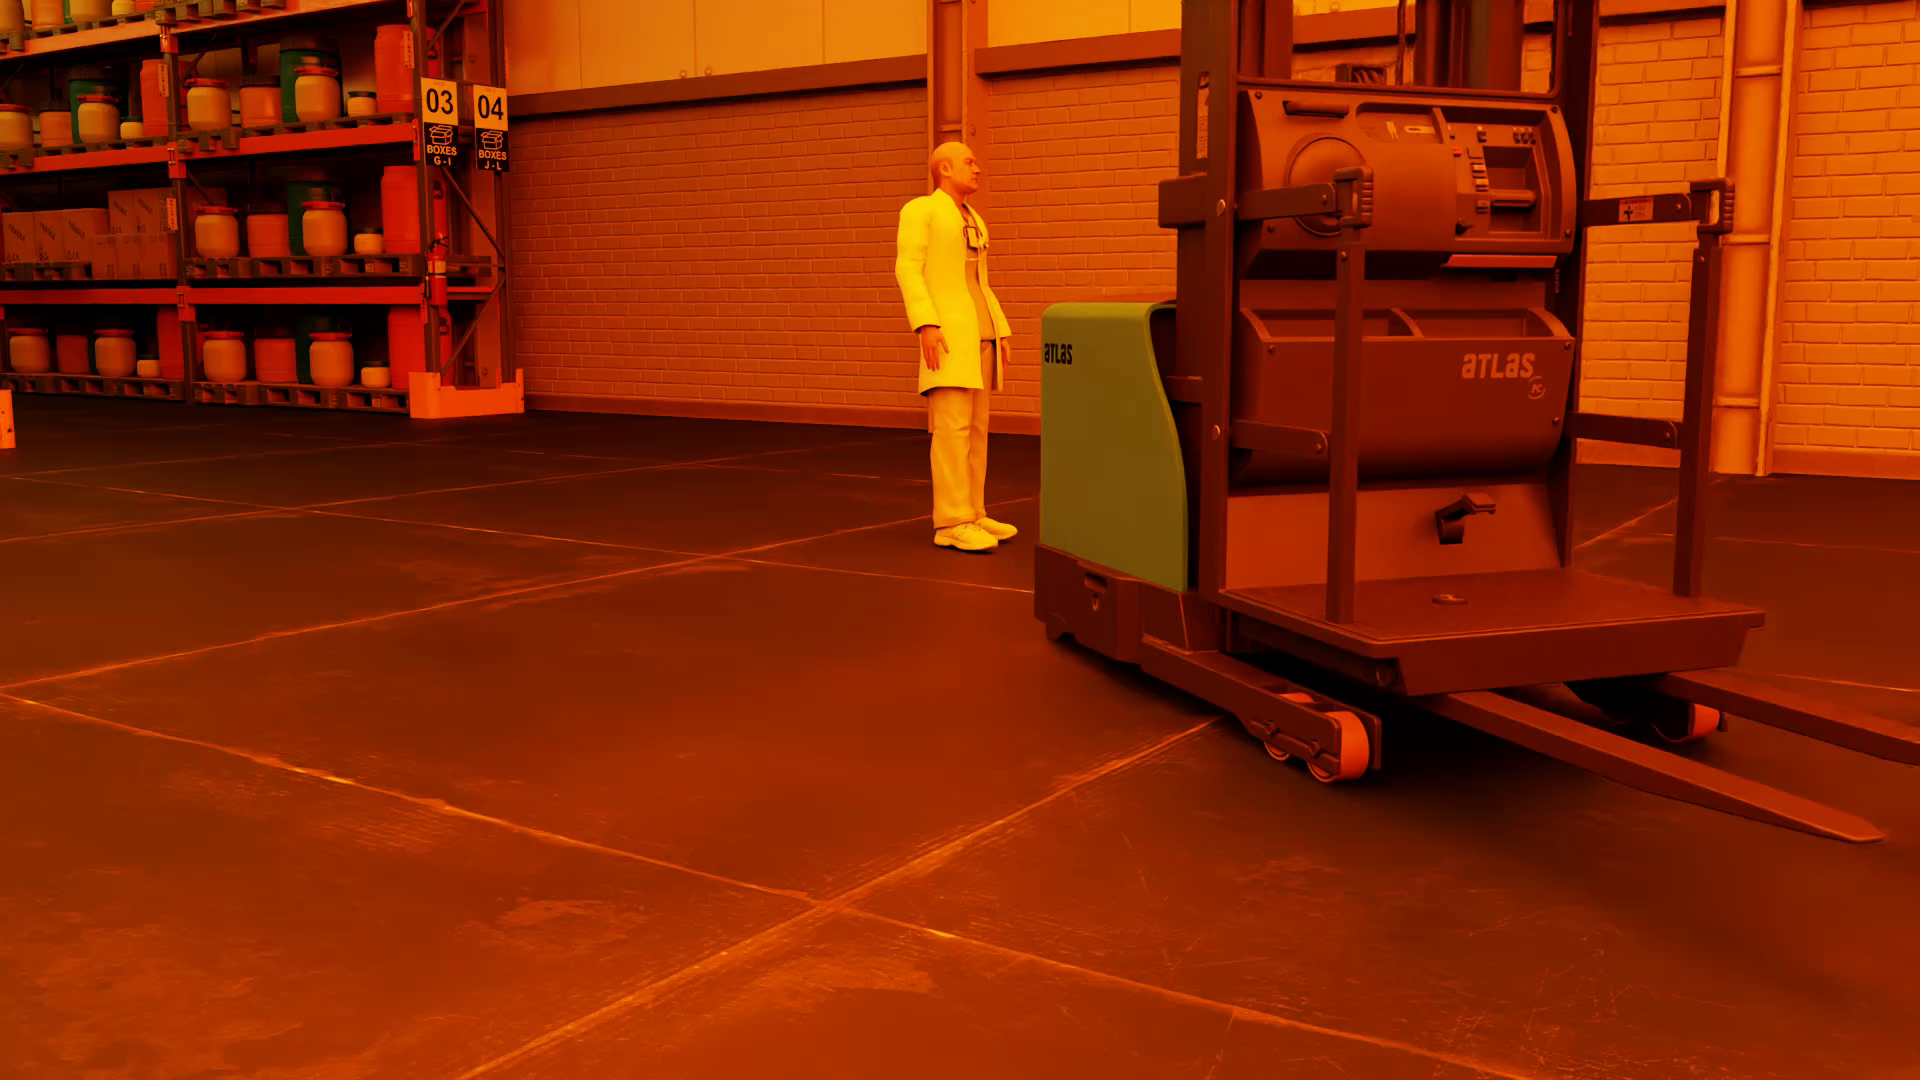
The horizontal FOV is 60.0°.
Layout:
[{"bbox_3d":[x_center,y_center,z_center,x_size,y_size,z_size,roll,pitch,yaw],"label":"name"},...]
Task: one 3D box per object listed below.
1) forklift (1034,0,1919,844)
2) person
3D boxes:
[{"bbox_3d":[1.223,-0.967,3.995,1.130,2.935,3.031,-3,9,-20],"label":"forklift"},{"bbox_3d":[0.072,-0.880,7.423,0.581,1.776,0.696,5,10,34],"label":"person"}]
